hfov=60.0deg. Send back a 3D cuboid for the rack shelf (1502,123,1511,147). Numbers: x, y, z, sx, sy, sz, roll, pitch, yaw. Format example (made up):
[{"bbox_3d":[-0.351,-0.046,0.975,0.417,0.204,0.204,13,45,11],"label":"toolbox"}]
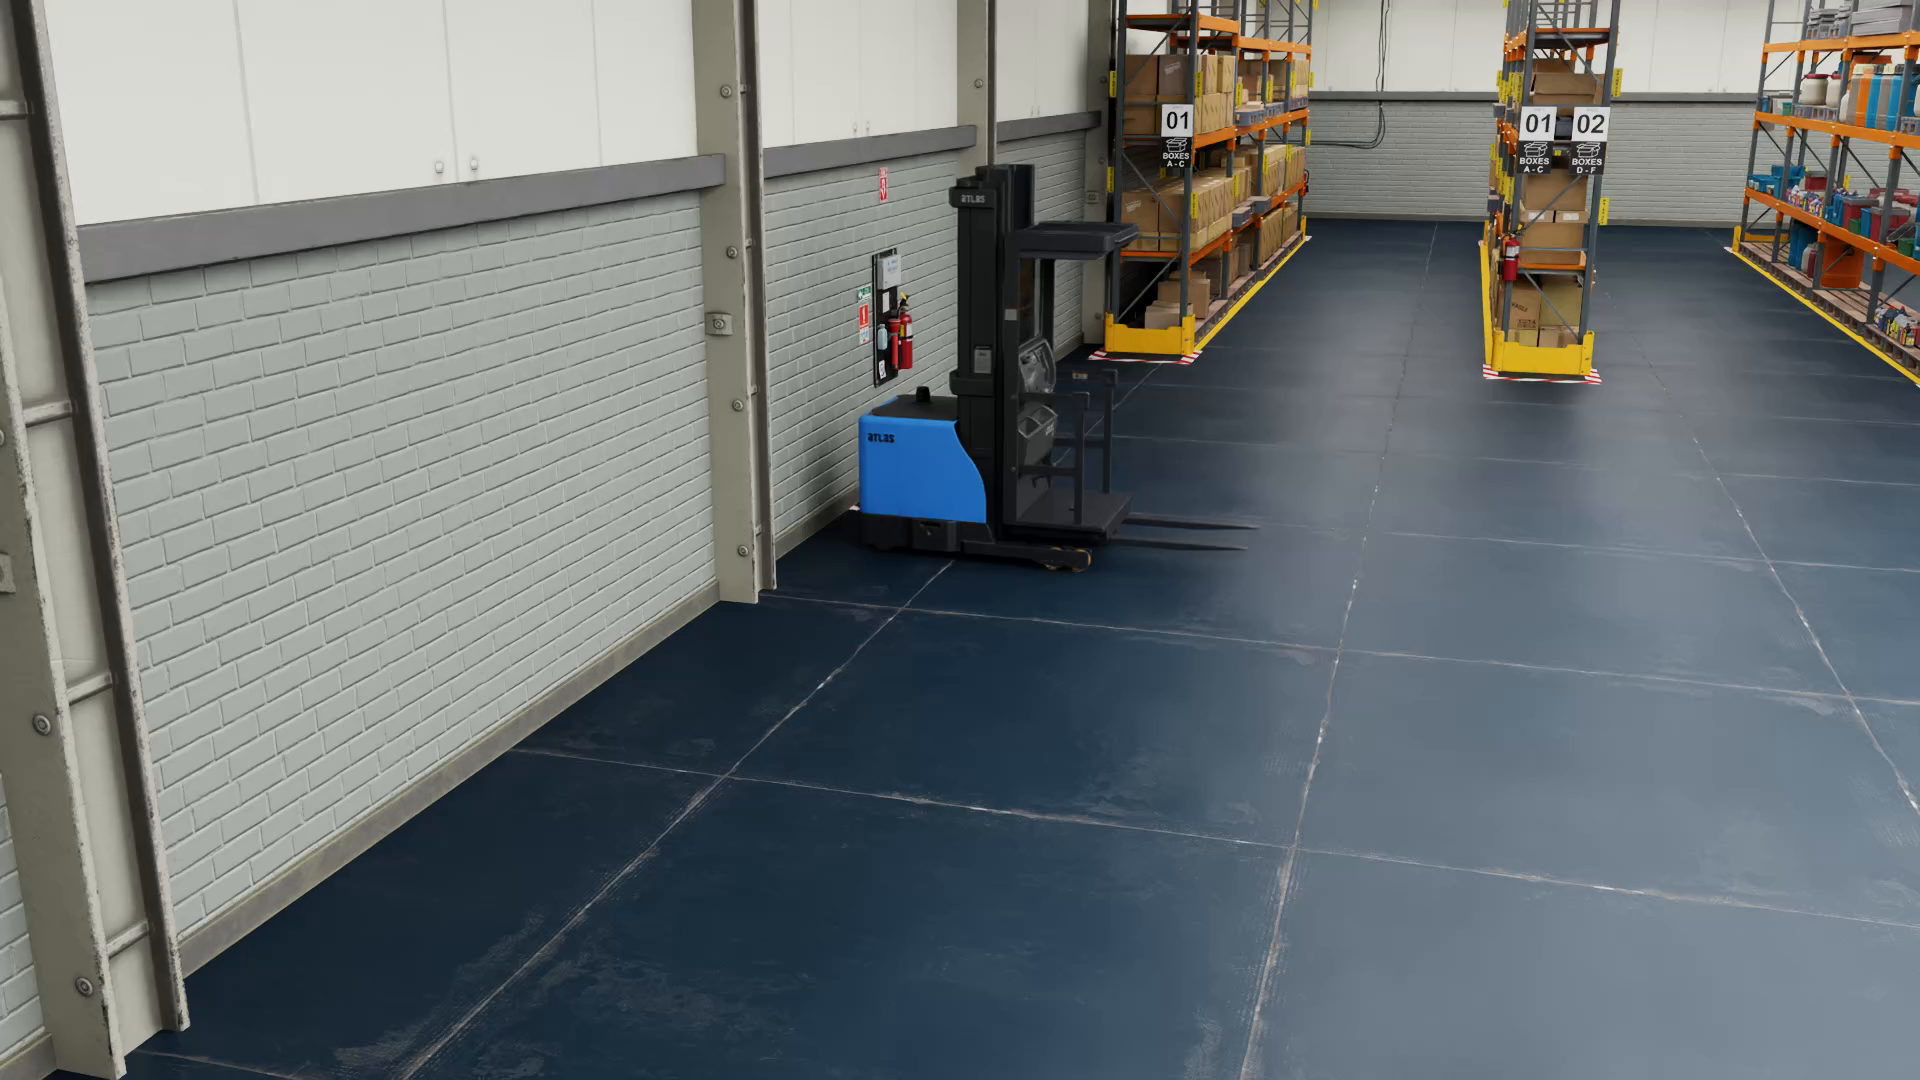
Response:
[{"bbox_3d":[8.958,-6.231,25.621,1.077,0.370,4.000,5,16,16],"label":"rack shelf"}]

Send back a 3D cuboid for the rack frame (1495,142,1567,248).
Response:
[{"bbox_3d":[9.526,-5.657,27.776,1.000,3.000,0.127,5,16,16],"label":"rack frame"}]

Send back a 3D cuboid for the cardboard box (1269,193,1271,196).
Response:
[{"bbox_3d":[5.598,-6.467,31.057,0.380,0.149,0.250,5,17,18],"label":"cardboard box"}]

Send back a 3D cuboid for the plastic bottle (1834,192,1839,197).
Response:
[{"bbox_3d":[15.237,-5.906,28.889,0.097,0.271,0.097,0,16,0],"label":"plastic bottle"}]

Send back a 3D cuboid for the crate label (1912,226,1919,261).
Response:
[{"bbox_3d":[12.265,-3.698,20.806,0.502,0.435,0.616,5,16,16],"label":"crate label"}]

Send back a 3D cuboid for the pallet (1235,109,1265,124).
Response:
[{"bbox_3d":[4.209,-6.771,26.552,1.213,0.211,1.003,5,16,16],"label":"pallet"}]

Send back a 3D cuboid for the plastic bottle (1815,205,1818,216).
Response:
[{"bbox_3d":[14.124,-5.430,27.340,0.097,0.201,0.097,0,16,0],"label":"plastic bottle"}]

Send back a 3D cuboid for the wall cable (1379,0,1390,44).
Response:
[{"bbox_3d":[11.593,-13.197,39.802,3.097,2.526,0.112,5,16,16],"label":"wall cable"}]

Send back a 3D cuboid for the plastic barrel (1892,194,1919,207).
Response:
[{"bbox_3d":[13.951,-4.829,24.609,0.433,0.535,0.433,0,16,0],"label":"plastic barrel"}]

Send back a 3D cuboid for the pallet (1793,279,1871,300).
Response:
[{"bbox_3d":[14.459,-4.140,27.538,1.003,0.211,1.213,5,16,16],"label":"pallet"}]

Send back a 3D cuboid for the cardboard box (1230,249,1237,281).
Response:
[{"bbox_3d":[4.249,-4.599,27.821,0.700,0.500,0.500,5,16,16],"label":"cardboard box"}]

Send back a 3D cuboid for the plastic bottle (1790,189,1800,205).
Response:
[{"bbox_3d":[14.810,-6.071,29.465,0.152,0.276,0.135,5,16,16],"label":"plastic bottle"}]

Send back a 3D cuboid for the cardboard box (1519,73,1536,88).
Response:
[{"bbox_3d":[7.801,-5.951,22.103,0.797,0.503,0.637,7,17,22],"label":"cardboard box"}]

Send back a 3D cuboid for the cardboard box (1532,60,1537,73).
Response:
[{"bbox_3d":[8.742,-6.853,24.628,0.500,0.500,0.500,6,17,21],"label":"cardboard box"}]

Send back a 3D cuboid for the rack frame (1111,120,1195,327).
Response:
[{"bbox_3d":[2.502,-3.947,21.748,1.000,3.000,0.127,5,16,16],"label":"rack frame"}]

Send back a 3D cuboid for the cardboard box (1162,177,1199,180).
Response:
[{"bbox_3d":[3.305,-5.185,24.977,0.500,0.500,0.500,4,16,15],"label":"cardboard box"}]

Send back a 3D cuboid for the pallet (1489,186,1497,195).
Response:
[{"bbox_3d":[10.331,-6.410,30.785,1.003,0.211,1.213,5,16,16],"label":"pallet"}]

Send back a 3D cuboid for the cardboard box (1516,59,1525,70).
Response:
[{"bbox_3d":[10.765,-8.806,31.366,0.700,0.500,0.500,5,16,16],"label":"cardboard box"}]

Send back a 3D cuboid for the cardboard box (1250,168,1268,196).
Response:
[{"bbox_3d":[5.159,-6.348,29.448,0.500,0.500,0.500,5,17,18],"label":"cardboard box"}]

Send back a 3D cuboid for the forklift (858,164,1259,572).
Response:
[{"bbox_3d":[0.776,-1.335,12.666,3.031,2.935,1.130,5,17,16],"label":"forklift"}]

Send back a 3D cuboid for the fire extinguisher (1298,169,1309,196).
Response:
[{"bbox_3d":[7.535,-7.920,36.581,0.296,0.674,0.183,5,16,16],"label":"fire extinguisher"}]

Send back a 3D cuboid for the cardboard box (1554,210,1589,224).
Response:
[{"bbox_3d":[7.571,-4.010,20.598,0.380,0.149,0.250,5,16,15],"label":"cardboard box"}]

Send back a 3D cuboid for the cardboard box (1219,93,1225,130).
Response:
[{"bbox_3d":[3.456,-6.064,23.494,0.500,0.500,0.500,4,16,14],"label":"cardboard box"}]

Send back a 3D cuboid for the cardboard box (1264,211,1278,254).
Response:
[{"bbox_3d":[5.603,-5.841,31.597,0.750,0.750,0.750,5,17,18],"label":"cardboard box"}]

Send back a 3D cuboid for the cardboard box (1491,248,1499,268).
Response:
[{"bbox_3d":[9.096,-4.692,27.615,0.500,0.311,0.500,5,17,18],"label":"cardboard box"}]

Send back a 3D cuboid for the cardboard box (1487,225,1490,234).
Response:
[{"bbox_3d":[11.231,-6.388,34.586,0.500,0.250,0.500,5,16,16],"label":"cardboard box"}]

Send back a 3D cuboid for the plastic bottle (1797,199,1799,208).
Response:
[{"bbox_3d":[14.592,-5.861,28.859,0.097,0.201,0.097,0,16,0],"label":"plastic bottle"}]

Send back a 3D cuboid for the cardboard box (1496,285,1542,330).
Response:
[{"bbox_3d":[7.120,-2.967,21.189,0.500,0.500,0.500,5,16,16],"label":"cardboard box"}]

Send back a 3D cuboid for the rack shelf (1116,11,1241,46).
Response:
[{"bbox_3d":[3.071,-7.009,22.873,1.077,0.370,4.000,5,16,16],"label":"rack shelf"}]

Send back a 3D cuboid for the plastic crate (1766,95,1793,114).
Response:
[{"bbox_3d":[15.850,-8.400,32.063,0.504,0.338,0.767,5,16,16],"label":"plastic crate"}]

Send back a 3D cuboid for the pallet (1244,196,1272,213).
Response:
[{"bbox_3d":[4.676,-5.753,28.467,1.213,0.211,1.003,5,16,16],"label":"pallet"}]

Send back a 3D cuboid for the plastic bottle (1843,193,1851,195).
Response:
[{"bbox_3d":[15.324,-5.868,28.747,0.152,0.276,0.135,5,16,16],"label":"plastic bottle"}]

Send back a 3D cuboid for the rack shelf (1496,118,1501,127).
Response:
[{"bbox_3d":[11.231,-8.324,33.000,1.077,0.370,4.000,5,16,16],"label":"rack shelf"}]

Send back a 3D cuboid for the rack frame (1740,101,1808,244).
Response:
[{"bbox_3d":[16.548,-7.365,33.798,1.000,3.000,0.127,5,16,16],"label":"rack frame"}]

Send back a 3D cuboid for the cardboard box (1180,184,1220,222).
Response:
[{"bbox_3d":[3.364,-4.746,23.429,0.500,0.500,0.500,5,17,18],"label":"cardboard box"}]

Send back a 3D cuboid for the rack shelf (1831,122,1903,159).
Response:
[{"bbox_3d":[13.706,-5.846,24.263,1.077,0.370,4.000,5,16,16],"label":"rack shelf"}]

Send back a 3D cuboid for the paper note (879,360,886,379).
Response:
[{"bbox_3d":[-0.688,-1.519,14.803,0.016,0.148,0.142,5,16,16],"label":"paper note"}]

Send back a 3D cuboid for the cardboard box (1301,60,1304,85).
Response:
[{"bbox_3d":[6.810,-9.635,34.252,0.500,0.500,0.500,4,16,13],"label":"cardboard box"}]

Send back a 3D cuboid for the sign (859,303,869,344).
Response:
[{"bbox_3d":[-0.828,-1.864,14.340,0.001,0.329,0.234,5,16,16],"label":"sign"}]

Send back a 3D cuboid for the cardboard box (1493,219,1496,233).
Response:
[{"bbox_3d":[10.008,-5.704,30.343,0.500,0.250,0.500,5,16,16],"label":"cardboard box"}]

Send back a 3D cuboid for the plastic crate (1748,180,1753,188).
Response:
[{"bbox_3d":[15.992,-7.150,33.415,0.250,0.136,0.298,5,16,16],"label":"plastic crate"}]

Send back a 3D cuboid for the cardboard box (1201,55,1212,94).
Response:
[{"bbox_3d":[3.036,-6.138,21.924,0.500,0.500,0.500,4,16,15],"label":"cardboard box"}]

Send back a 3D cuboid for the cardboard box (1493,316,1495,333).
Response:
[{"bbox_3d":[7.393,-2.869,22.217,0.500,0.250,0.500,5,16,16],"label":"cardboard box"}]

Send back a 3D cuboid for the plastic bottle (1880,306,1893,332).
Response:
[{"bbox_3d":[12.510,-2.984,22.400,0.144,0.351,0.185,5,17,17],"label":"plastic bottle"}]

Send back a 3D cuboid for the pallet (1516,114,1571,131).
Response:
[{"bbox_3d":[7.824,-5.468,21.774,1.003,0.211,1.213,5,16,16],"label":"pallet"}]

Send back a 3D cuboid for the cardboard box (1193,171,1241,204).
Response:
[{"bbox_3d":[4.139,-5.704,26.954,0.700,0.500,0.500,7,17,24],"label":"cardboard box"}]

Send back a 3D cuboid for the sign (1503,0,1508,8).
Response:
[{"bbox_3d":[11.280,-11.166,34.347,0.100,0.325,0.005,5,16,16],"label":"sign"}]

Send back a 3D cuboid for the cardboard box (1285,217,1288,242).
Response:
[{"bbox_3d":[6.369,-6.405,34.225,0.700,0.500,0.500,4,16,15],"label":"cardboard box"}]

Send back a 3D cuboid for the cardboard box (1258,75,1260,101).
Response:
[{"bbox_3d":[4.959,-8.017,29.610,0.700,0.500,0.500,4,16,13],"label":"cardboard box"}]

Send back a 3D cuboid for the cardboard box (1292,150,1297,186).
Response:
[{"bbox_3d":[6.492,-7.753,34.617,0.980,0.700,0.700,4,16,13],"label":"cardboard box"}]

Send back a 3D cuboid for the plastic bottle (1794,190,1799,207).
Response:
[{"bbox_3d":[14.646,-5.967,29.083,0.061,0.283,0.133,5,16,16],"label":"plastic bottle"}]

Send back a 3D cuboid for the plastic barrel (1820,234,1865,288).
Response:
[{"bbox_3d":[14.397,-4.559,27.113,0.600,0.830,0.708,5,16,16],"label":"plastic barrel"}]

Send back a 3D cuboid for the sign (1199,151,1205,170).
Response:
[{"bbox_3d":[4.243,-6.639,29.118,0.100,0.325,0.005,5,16,16],"label":"sign"}]

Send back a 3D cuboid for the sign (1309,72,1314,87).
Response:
[{"bbox_3d":[7.566,-9.918,35.826,0.100,0.325,0.005,5,16,16],"label":"sign"}]
